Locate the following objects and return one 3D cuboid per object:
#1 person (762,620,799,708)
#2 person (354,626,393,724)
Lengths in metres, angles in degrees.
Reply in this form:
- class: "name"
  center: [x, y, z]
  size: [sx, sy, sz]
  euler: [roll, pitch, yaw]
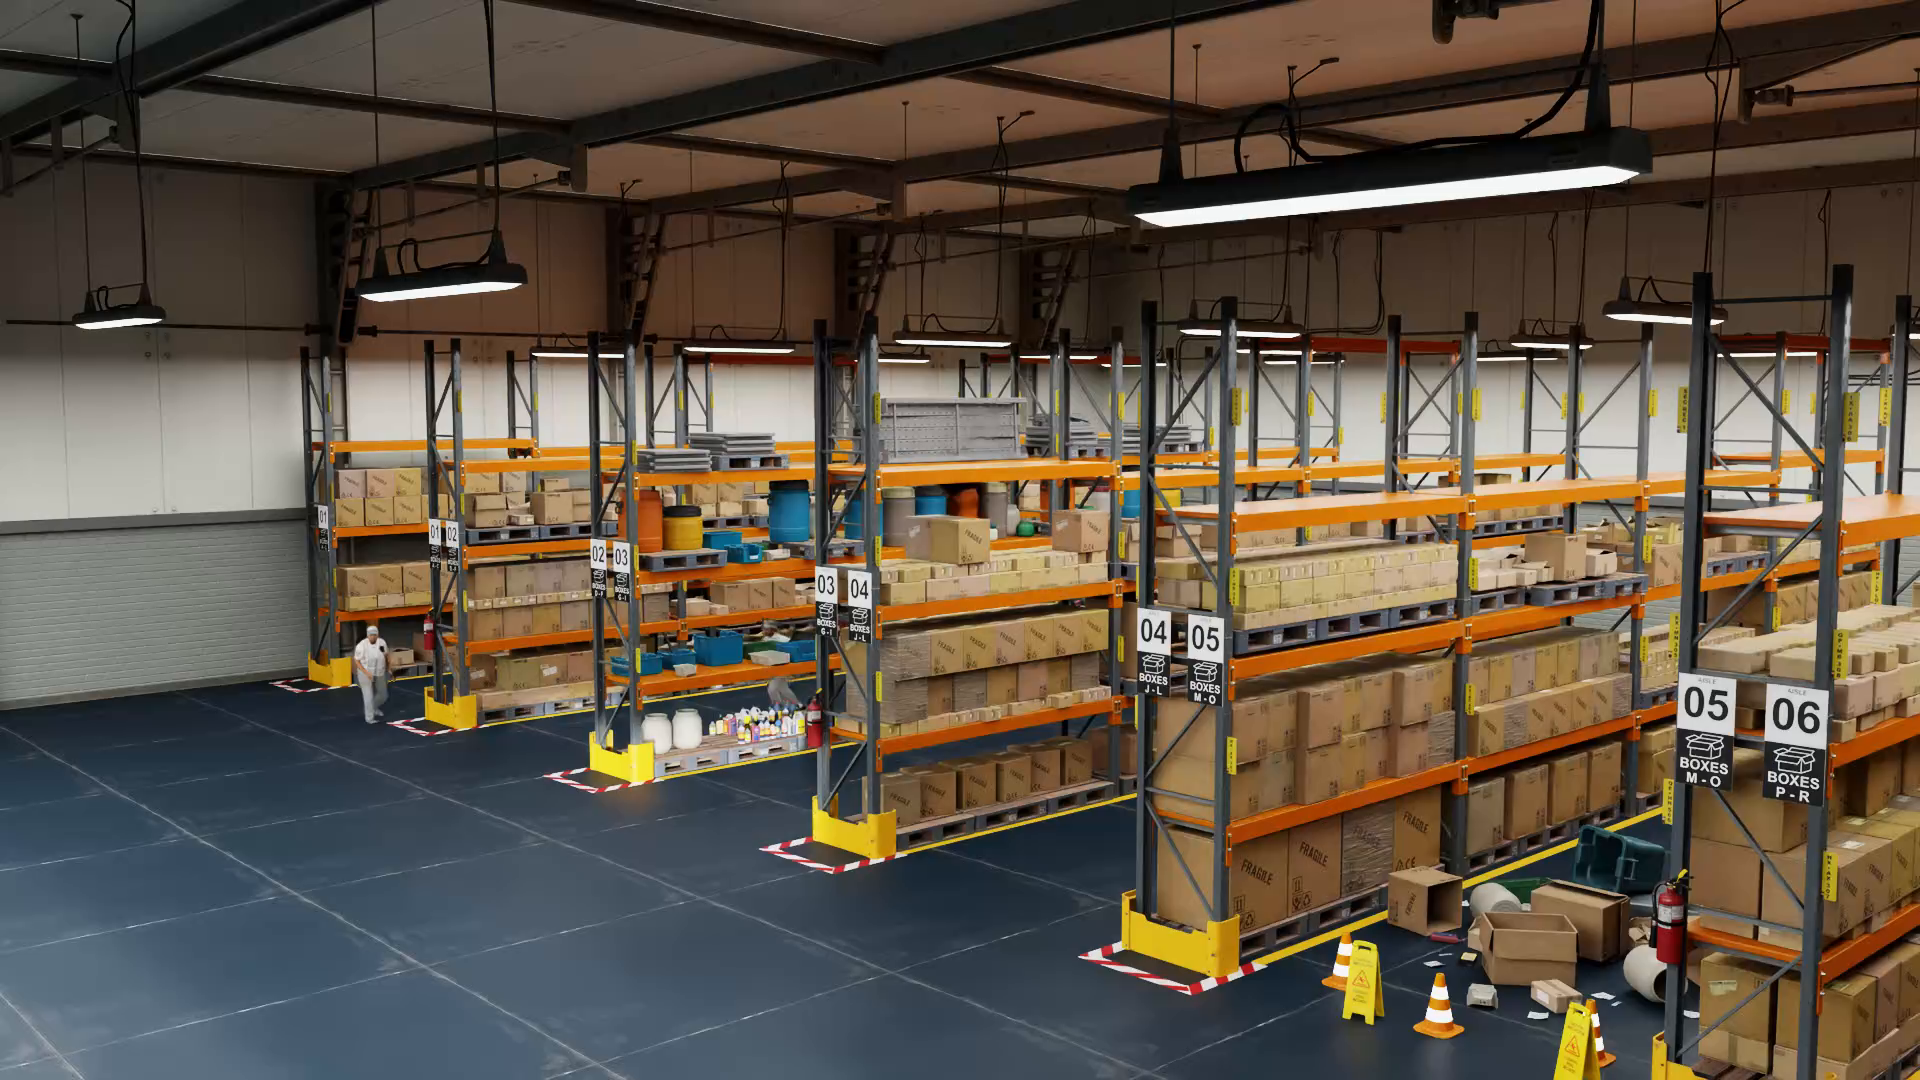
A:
- class: "person"
  center: [-2.838, 2.048, 26.132]
  size: [0.934, 1.638, 0.509]
  euler: [-5, 7, -43]
- class: "person"
  center: [-9.219, 2.094, 26.061]
  size: [0.610, 1.571, 0.790]
  euler: [-4, 7, -39]
